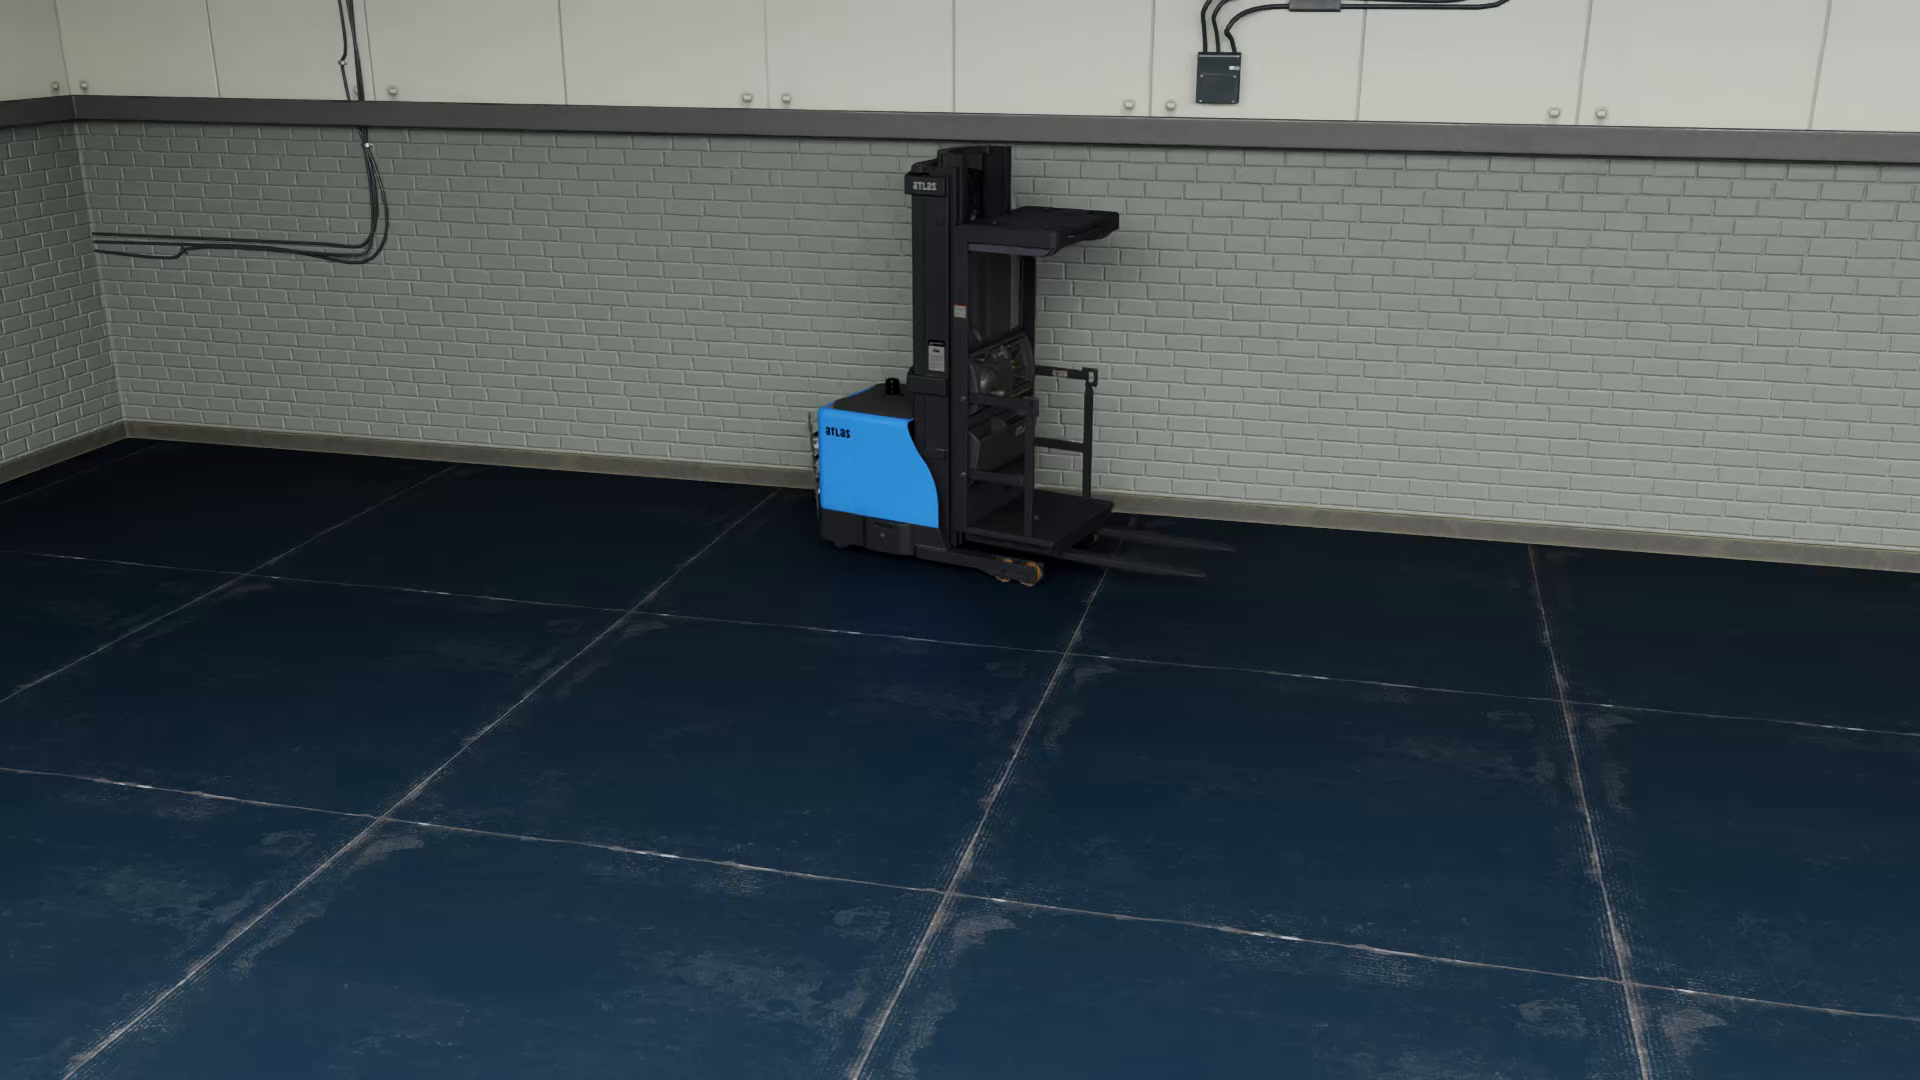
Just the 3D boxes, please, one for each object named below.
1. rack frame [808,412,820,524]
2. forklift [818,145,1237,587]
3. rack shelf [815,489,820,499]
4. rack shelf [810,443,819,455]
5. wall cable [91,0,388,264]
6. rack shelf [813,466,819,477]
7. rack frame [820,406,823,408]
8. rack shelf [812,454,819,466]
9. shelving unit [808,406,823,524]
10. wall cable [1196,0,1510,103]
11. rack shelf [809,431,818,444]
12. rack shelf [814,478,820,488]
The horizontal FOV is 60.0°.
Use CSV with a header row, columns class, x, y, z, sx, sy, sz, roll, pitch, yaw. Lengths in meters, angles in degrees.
class,x,y,z,sx,sy,sz,roll,pitch,yaw
rack frame,-1.029,-0.545,12.864,0.240,0.900,0.006,4,19,23
forklift,0.481,-1.254,11.825,3.031,2.935,1.130,10,21,27
rack shelf,-0.976,-0.372,13.017,0.258,0.077,0.200,4,19,23
rack shelf,-0.999,-0.715,12.910,0.258,0.077,0.200,4,19,23
wall cable,-6.359,-3.622,14.174,3.097,2.526,0.112,5,19,13
rack shelf,-0.988,-0.544,12.963,0.258,0.077,0.200,4,19,23
rack frame,-0.951,-0.606,13.042,0.240,0.900,0.006,4,19,23
rack shelf,-0.994,-0.630,12.937,0.258,0.077,0.200,4,19,23
shelving unit,-0.990,-0.576,12.953,0.258,0.900,0.210,4,19,23
wall cable,2.843,-5.946,10.913,2.305,6.003,0.169,5,19,13
rack shelf,-1.005,-0.801,12.883,0.258,0.077,0.200,4,19,23
rack shelf,-0.982,-0.458,12.990,0.258,0.077,0.200,4,19,23
